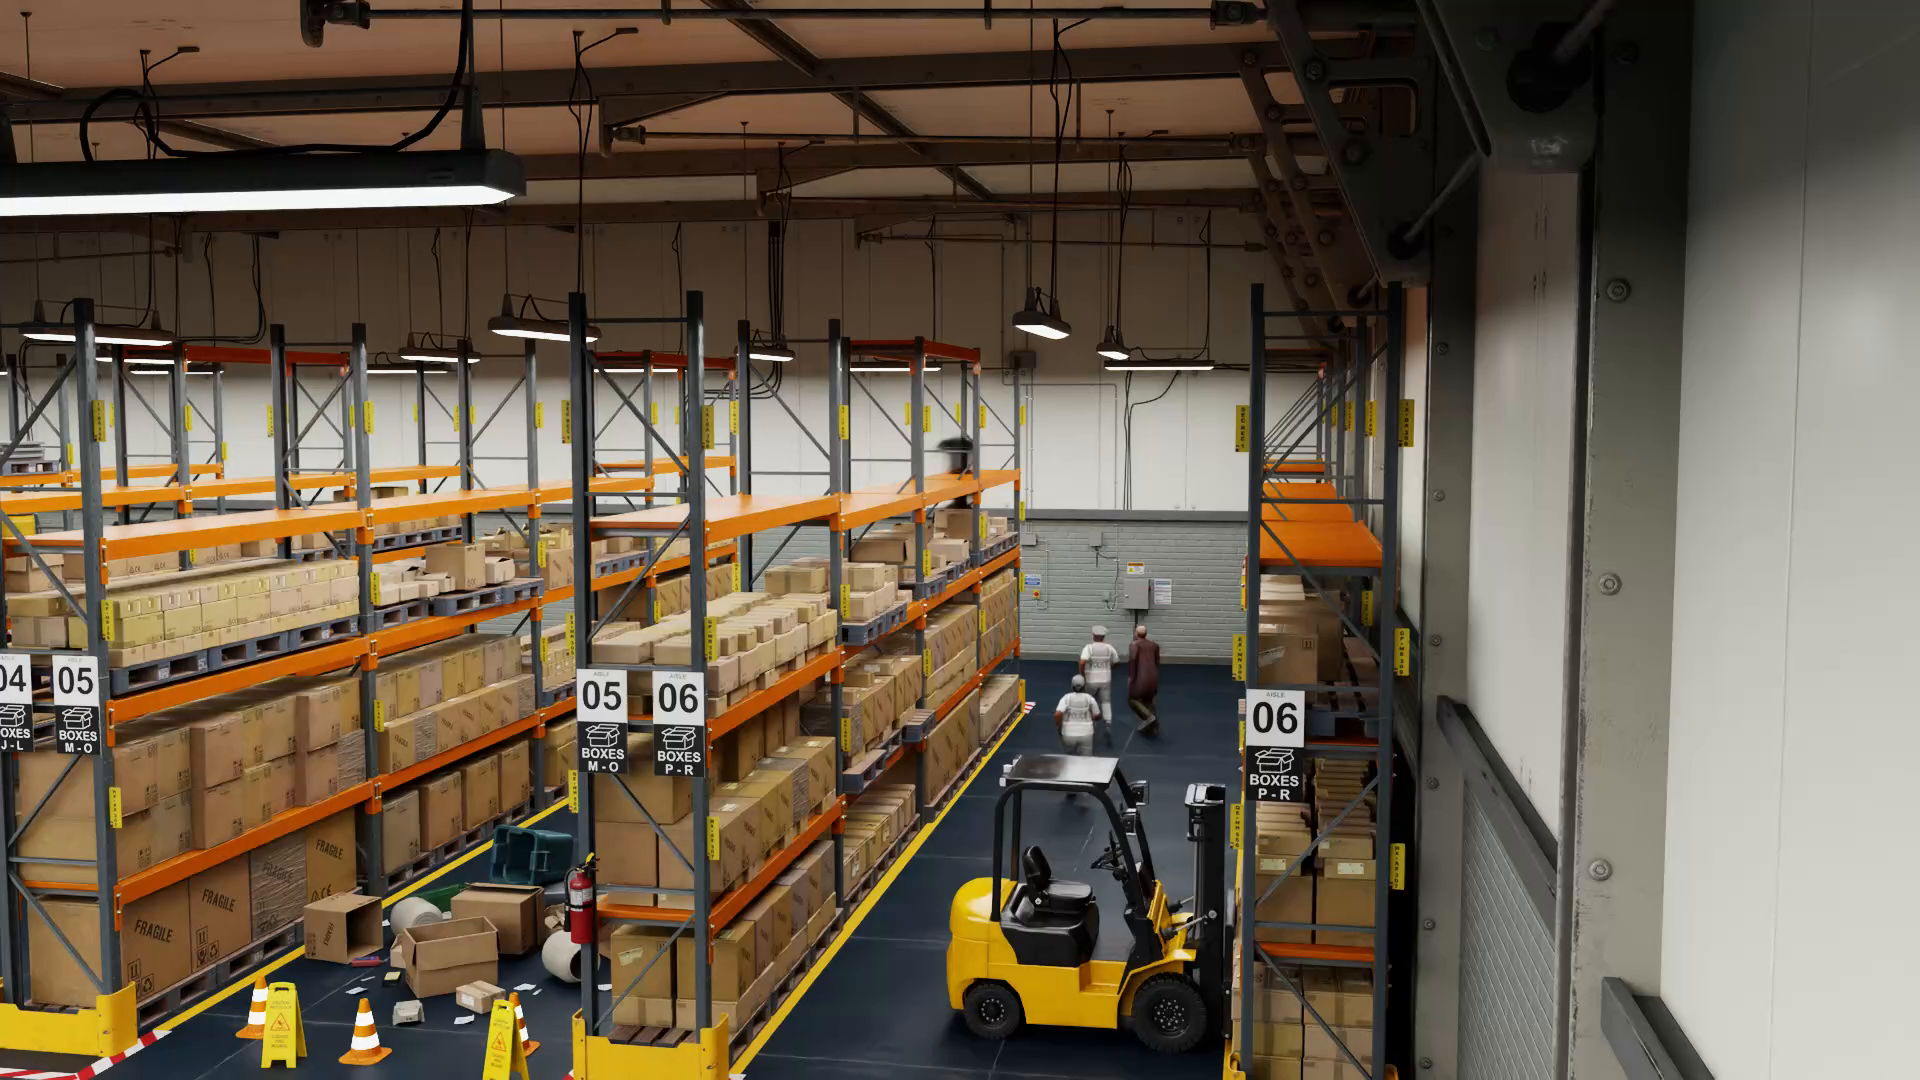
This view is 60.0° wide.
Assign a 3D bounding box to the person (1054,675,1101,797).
[{"bbox_3d":[1.543,2.583,21.867,0.617,1.632,0.861,0,5,4],"label":"person"}]

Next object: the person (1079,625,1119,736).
[{"bbox_3d":[2.151,2.194,25.899,0.667,1.750,0.926,0,5,-5],"label":"person"}]

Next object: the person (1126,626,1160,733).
[{"bbox_3d":[2.929,2.211,26.423,0.696,1.678,0.817,-3,5,-30],"label":"person"}]
